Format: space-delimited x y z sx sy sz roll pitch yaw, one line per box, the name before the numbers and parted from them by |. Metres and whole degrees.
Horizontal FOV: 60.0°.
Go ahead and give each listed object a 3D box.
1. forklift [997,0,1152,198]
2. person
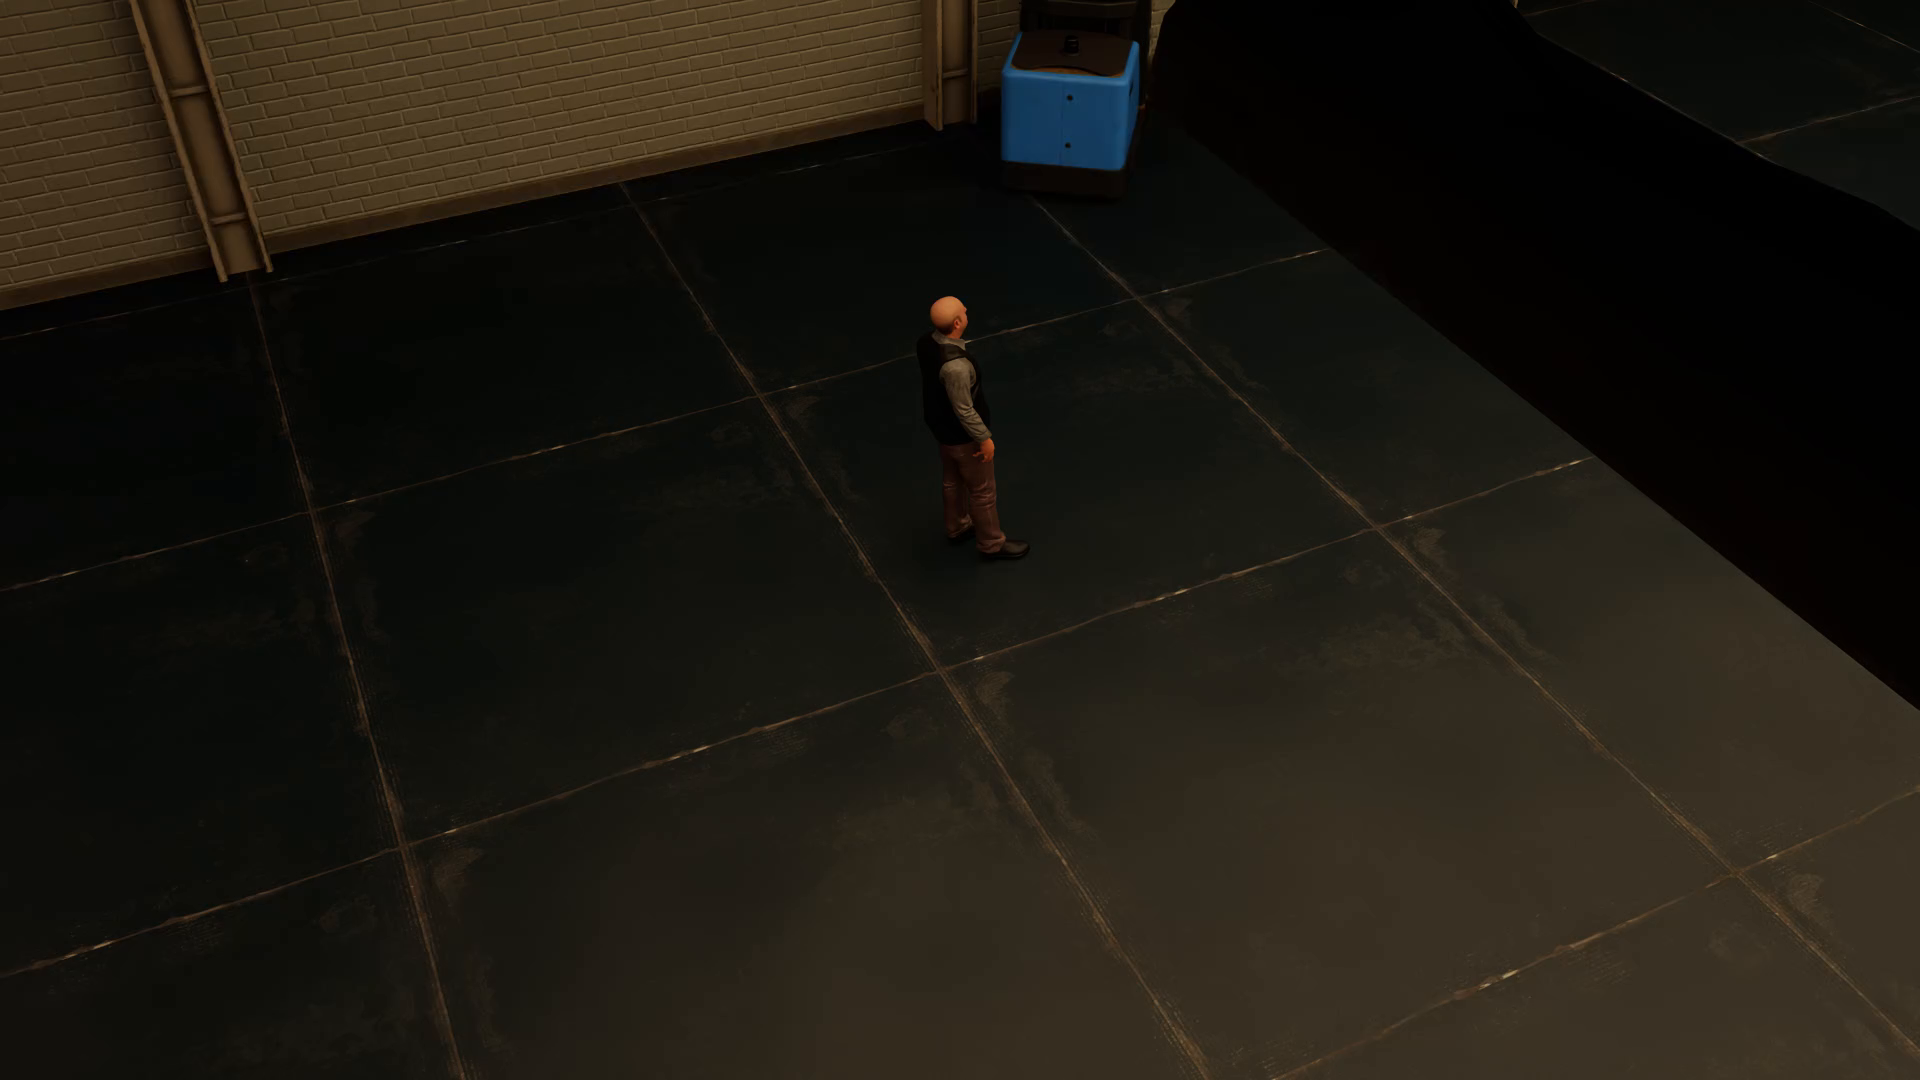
forklift | 1.093 -4.856 13.835 1.130 2.935 3.031 7 40 8
person | 0.067 -0.681 9.765 0.552 1.720 0.632 -17 43 -19
